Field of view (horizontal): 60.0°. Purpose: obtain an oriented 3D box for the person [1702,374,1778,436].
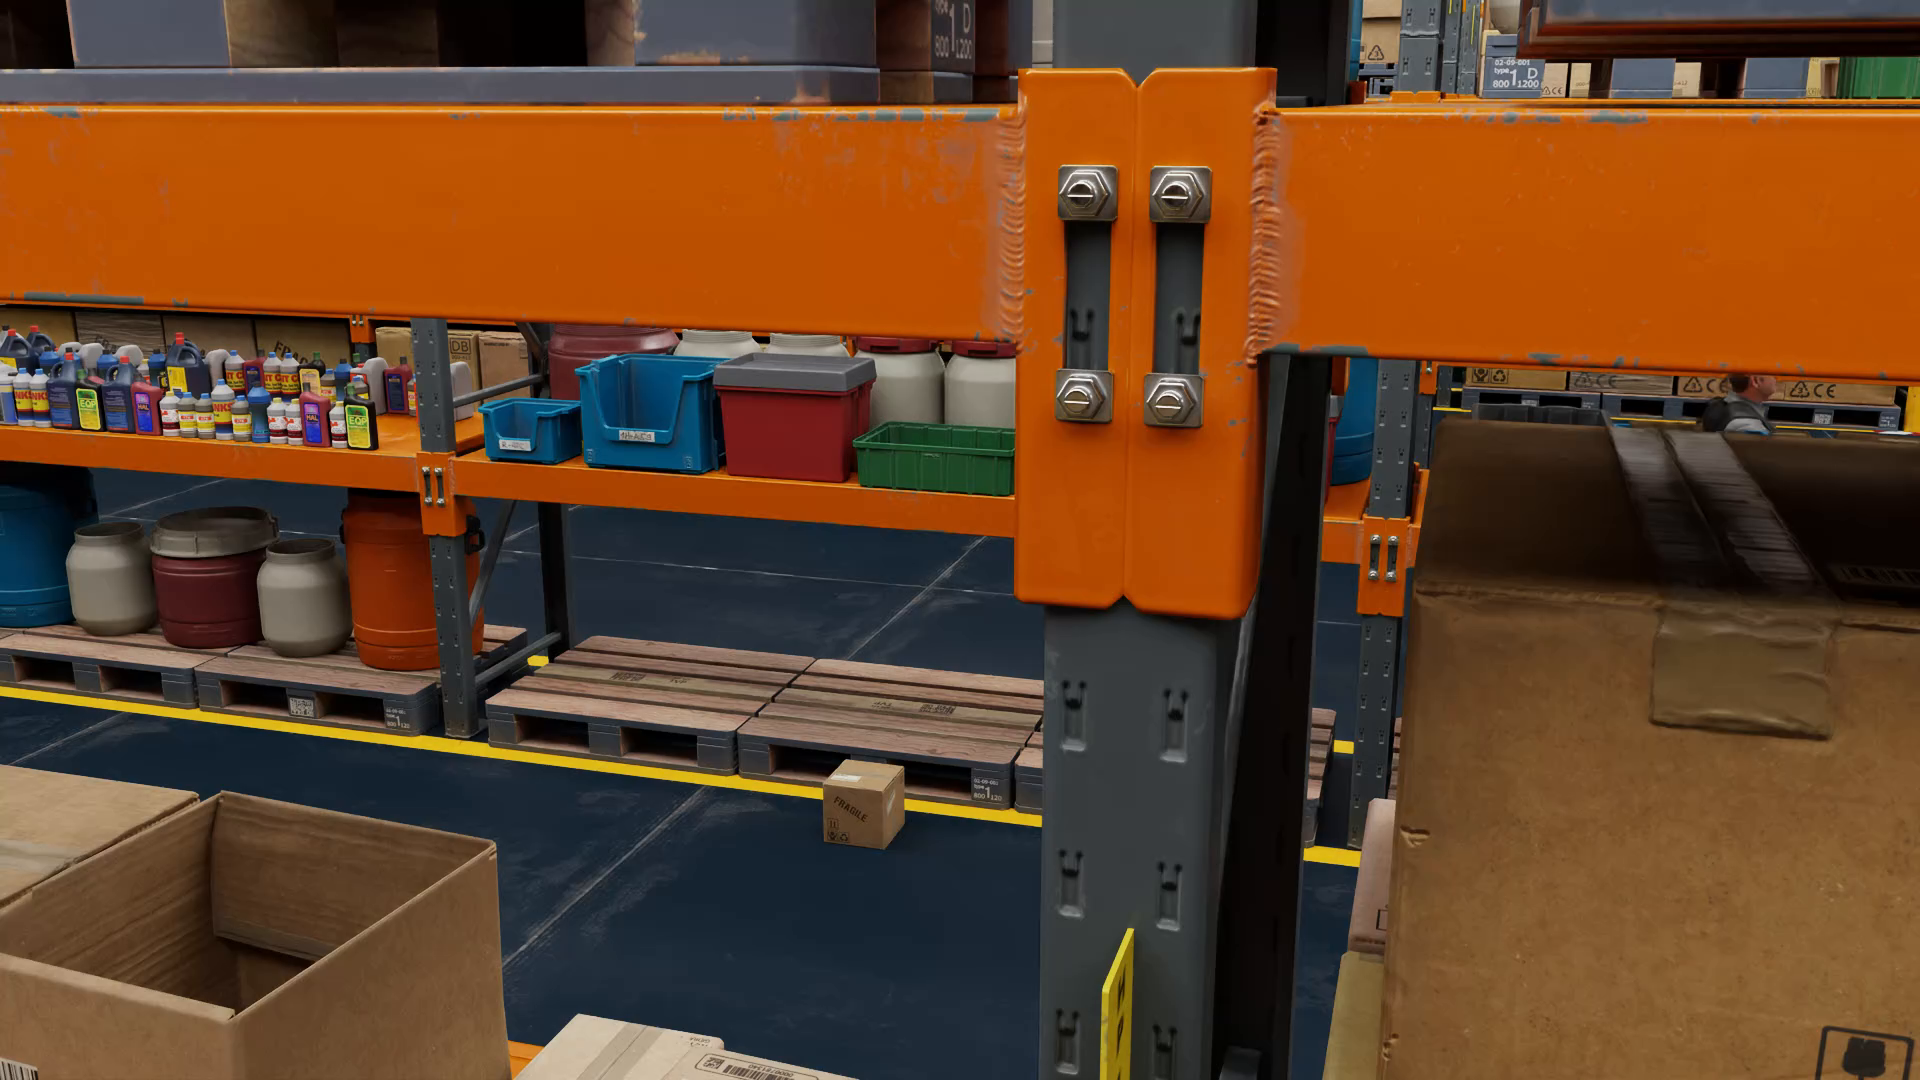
[{"bbox_3d":[3.646,-0.042,7.702,0.933,1.699,0.531,4,16,16],"label":"person"}]
